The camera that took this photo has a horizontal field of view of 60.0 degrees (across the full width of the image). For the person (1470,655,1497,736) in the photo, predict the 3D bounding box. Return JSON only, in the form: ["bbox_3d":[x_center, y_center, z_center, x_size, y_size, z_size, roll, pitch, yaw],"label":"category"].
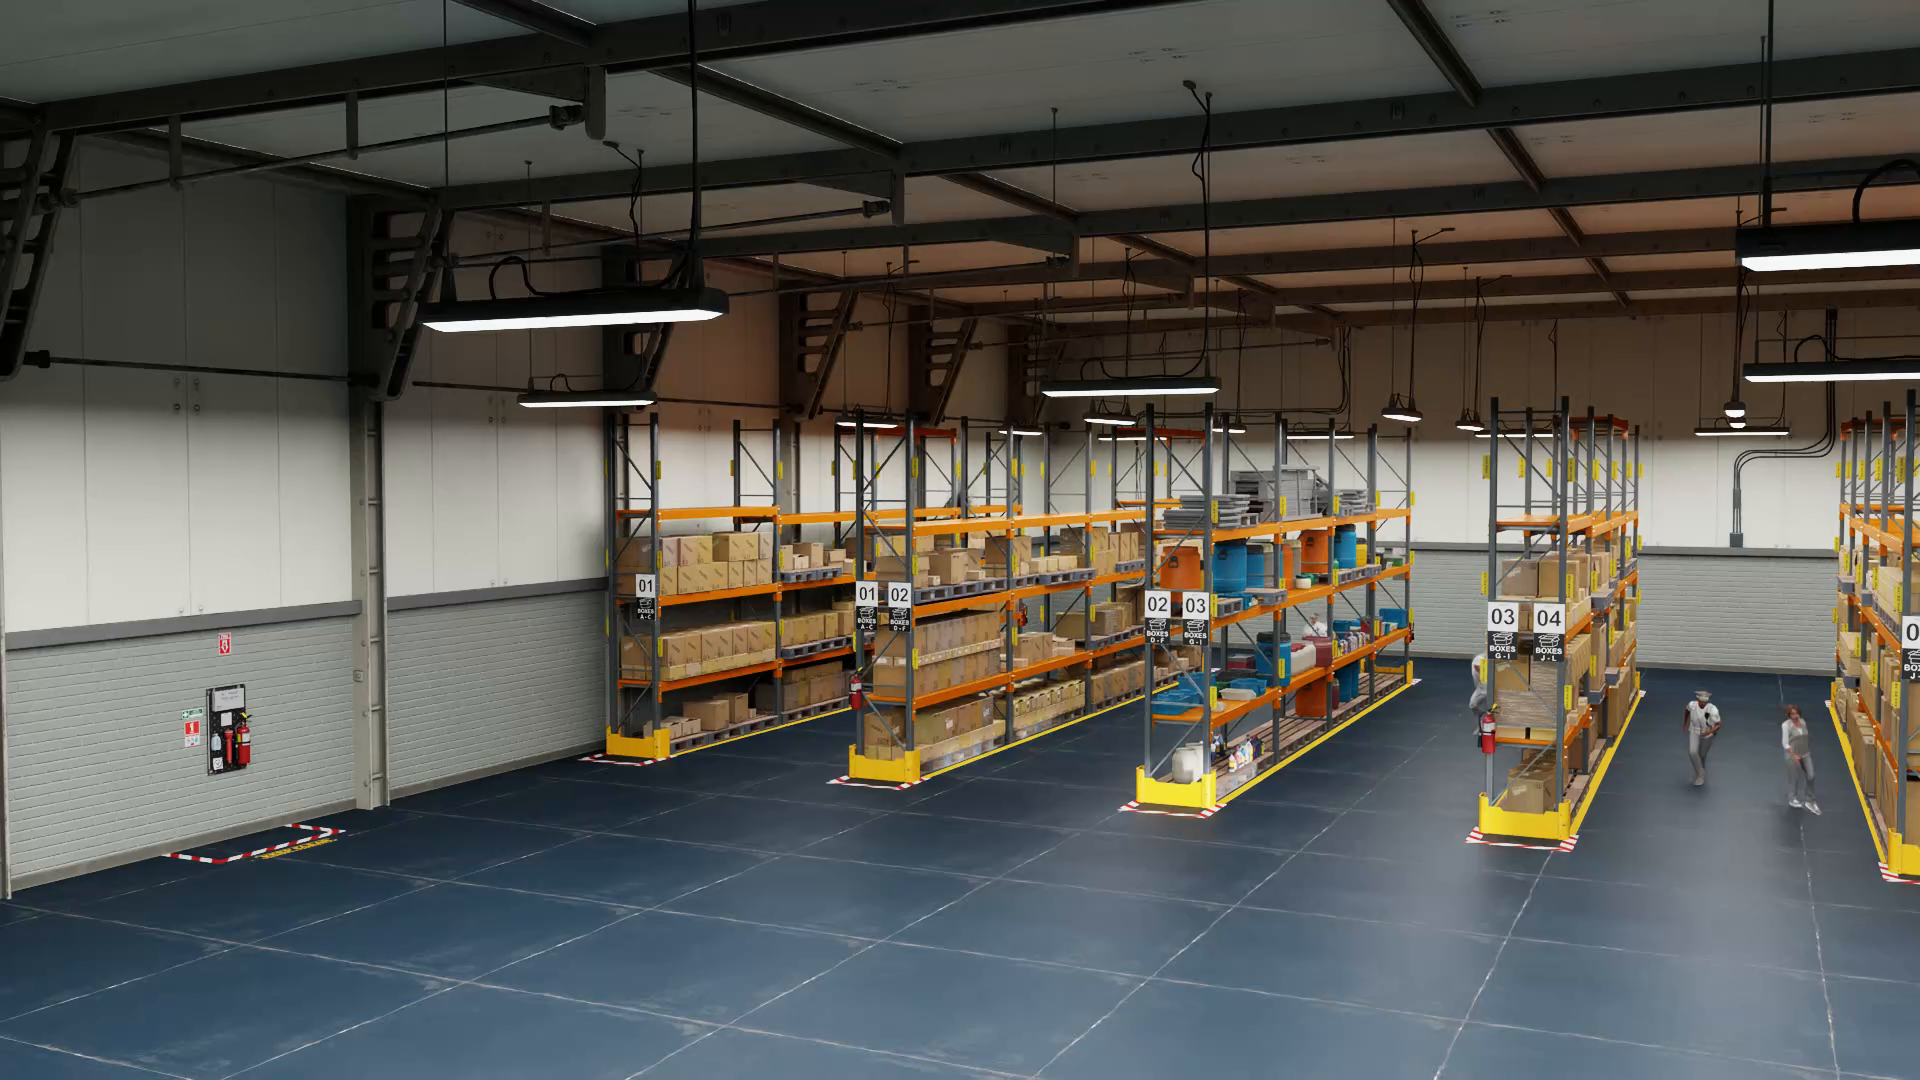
[{"bbox_3d":[9.983,2.926,31.494,1.151,1.553,0.680,-2,3,-45],"label":"person"}]

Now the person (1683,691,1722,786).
[{"bbox_3d":[11.872,3.122,26.598,0.587,1.500,1.025,1,3,28],"label":"person"}]

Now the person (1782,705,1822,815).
[{"bbox_3d":[12.269,3.195,24.333,0.553,1.604,0.658,0,2,2],"label":"person"}]

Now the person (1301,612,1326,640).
[{"bbox_3d":[8.151,2.495,38.287,0.959,1.705,0.654,-2,3,-40],"label":"person"}]
